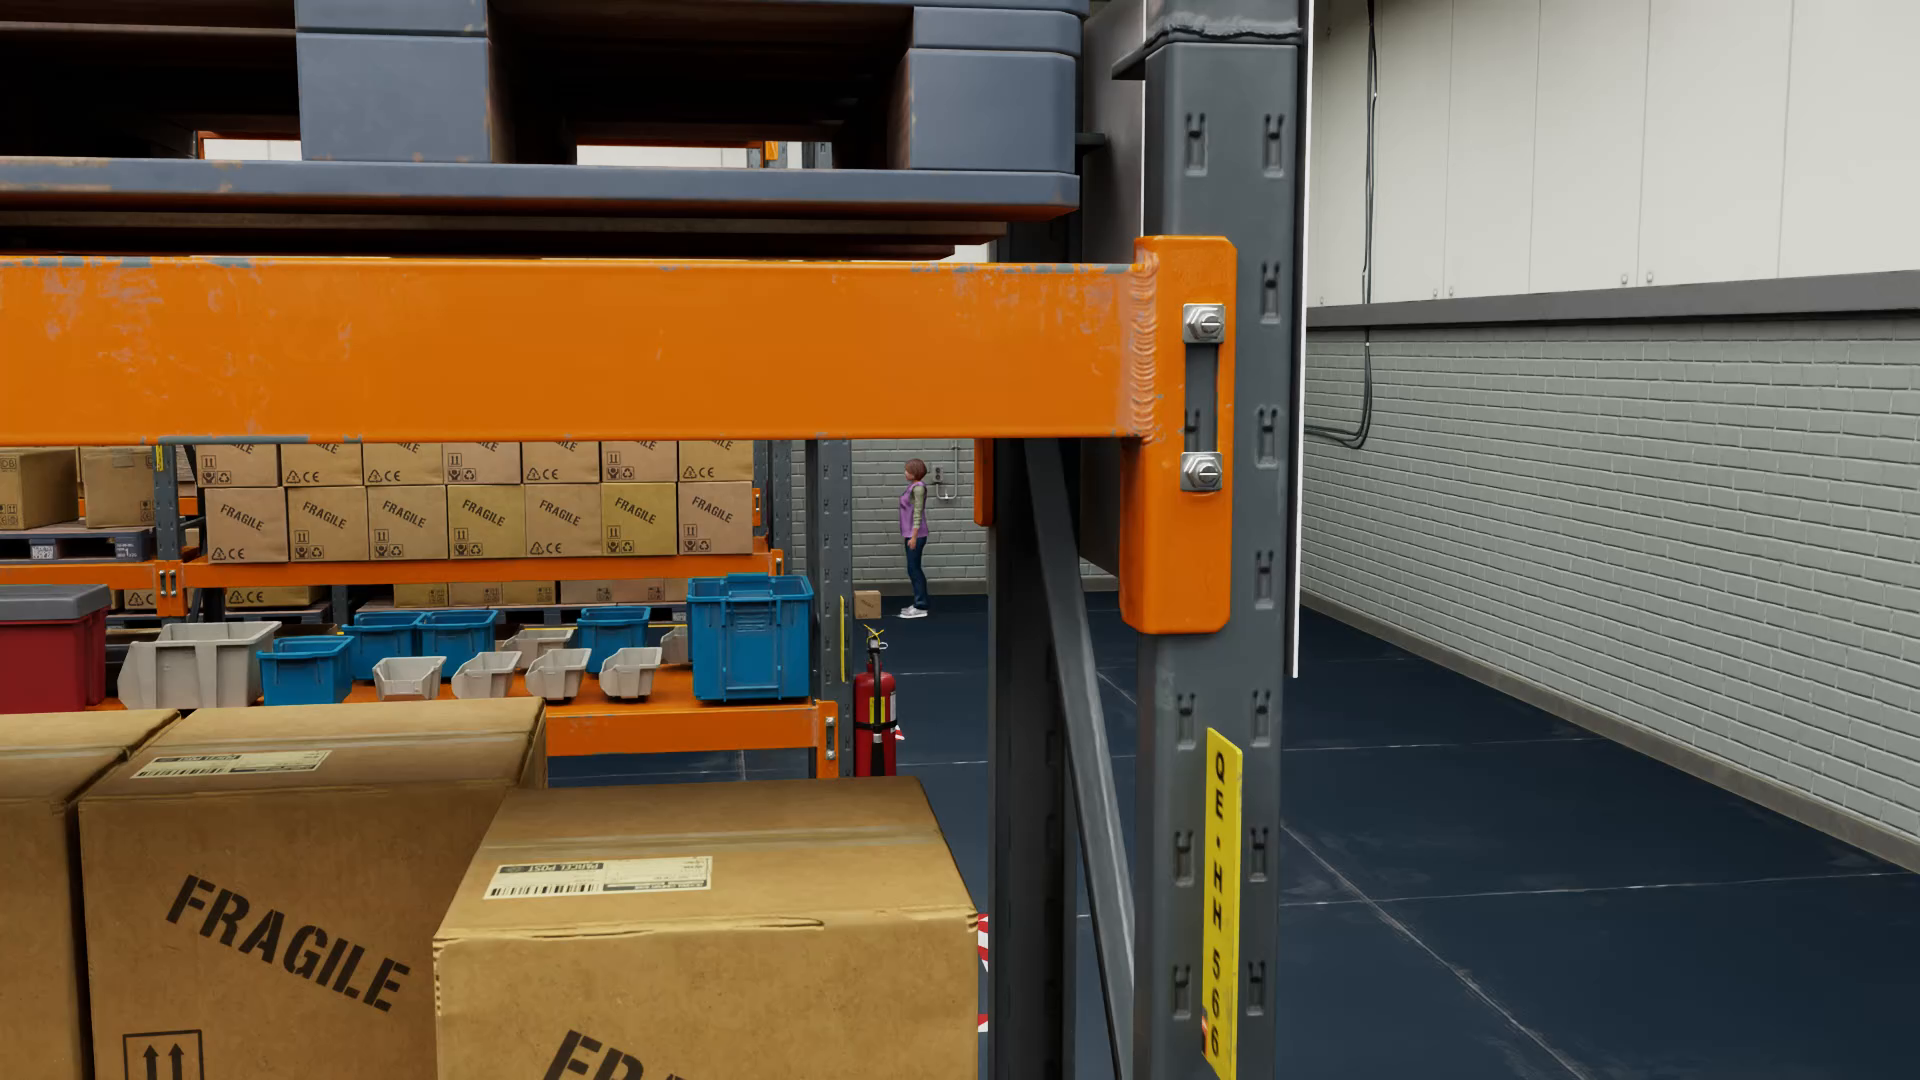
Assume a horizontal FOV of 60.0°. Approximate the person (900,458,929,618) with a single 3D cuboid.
[{"bbox_3d":[-0.455,-0.022,16.710,0.312,1.599,0.406,-1,7,-7],"label":"person"}]
